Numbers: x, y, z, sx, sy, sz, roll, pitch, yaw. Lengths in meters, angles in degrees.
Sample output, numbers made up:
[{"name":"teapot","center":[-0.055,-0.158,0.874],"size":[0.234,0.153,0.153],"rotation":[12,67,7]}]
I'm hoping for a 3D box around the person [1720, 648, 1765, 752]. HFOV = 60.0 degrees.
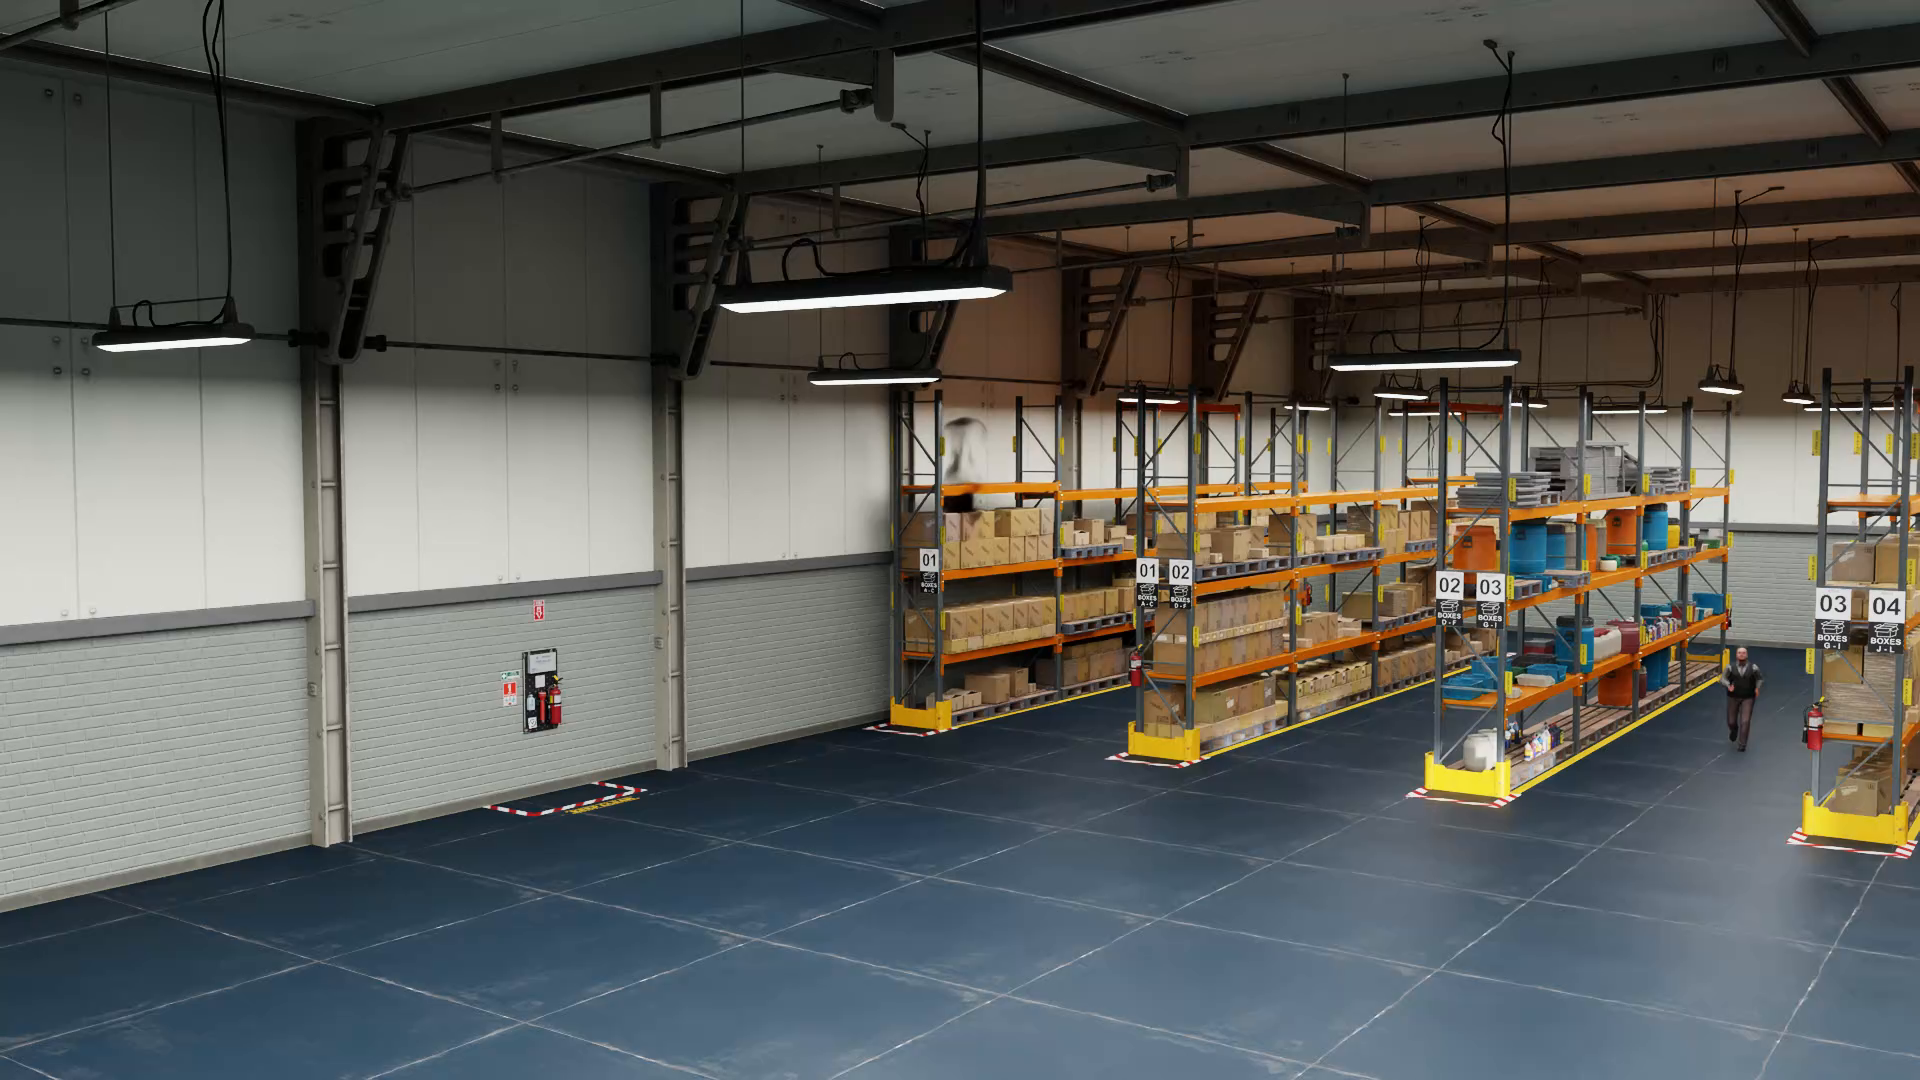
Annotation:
[{"name":"person","center":[12.901,2.617,27.443],"size":[0.669,1.684,0.760],"rotation":[2,4,27]}]
